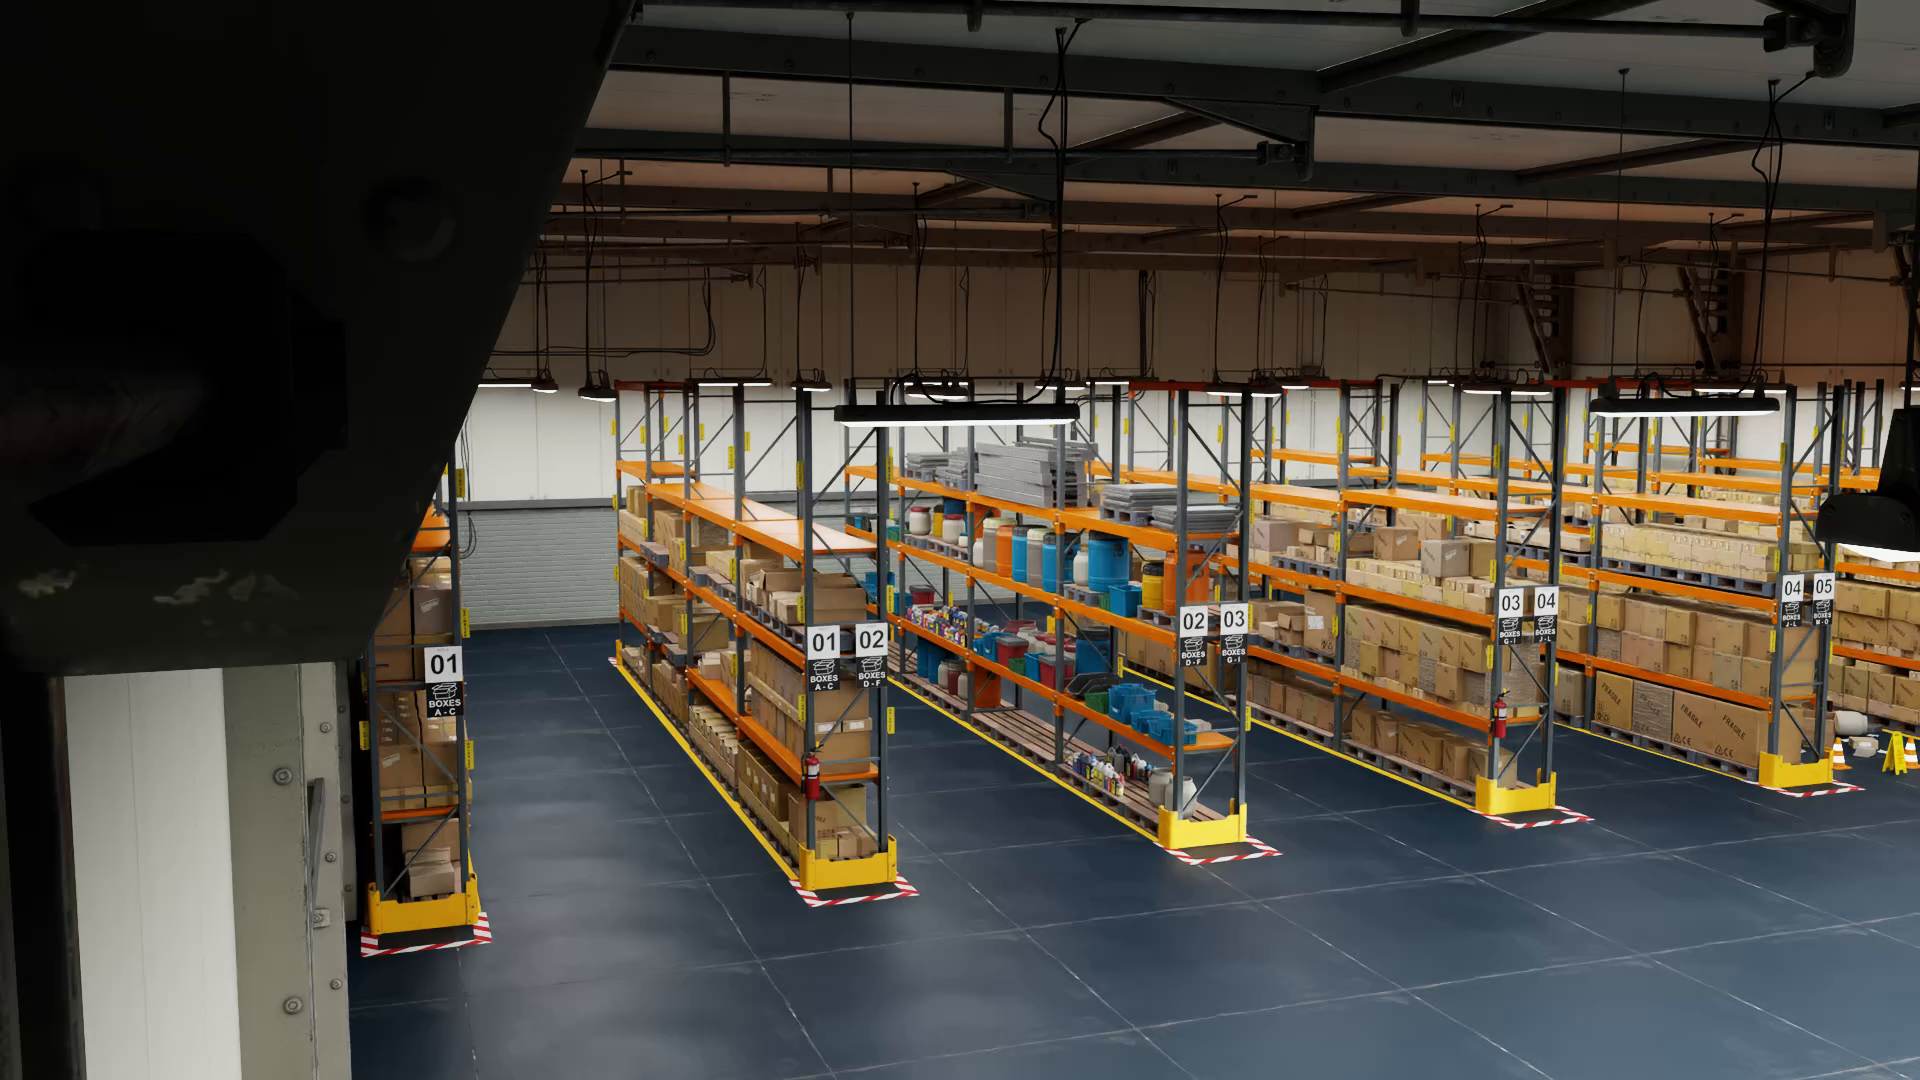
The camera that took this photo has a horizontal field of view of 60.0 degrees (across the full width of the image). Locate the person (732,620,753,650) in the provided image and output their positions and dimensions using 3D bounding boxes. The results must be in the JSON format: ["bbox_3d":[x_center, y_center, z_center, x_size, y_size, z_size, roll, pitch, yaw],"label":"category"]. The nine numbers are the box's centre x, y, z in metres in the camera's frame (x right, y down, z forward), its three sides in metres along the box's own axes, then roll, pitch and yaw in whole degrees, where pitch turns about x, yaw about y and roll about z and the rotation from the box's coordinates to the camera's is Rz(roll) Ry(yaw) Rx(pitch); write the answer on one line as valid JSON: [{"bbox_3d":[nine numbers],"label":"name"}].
[{"bbox_3d":[-4.609,1.737,35.236,0.540,1.811,0.588,-6,8,-43],"label":"person"}]

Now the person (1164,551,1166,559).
[{"bbox_3d":[5.238,1.041,41.549,0.683,1.779,0.558,-3,7,-27],"label":"person"}]
